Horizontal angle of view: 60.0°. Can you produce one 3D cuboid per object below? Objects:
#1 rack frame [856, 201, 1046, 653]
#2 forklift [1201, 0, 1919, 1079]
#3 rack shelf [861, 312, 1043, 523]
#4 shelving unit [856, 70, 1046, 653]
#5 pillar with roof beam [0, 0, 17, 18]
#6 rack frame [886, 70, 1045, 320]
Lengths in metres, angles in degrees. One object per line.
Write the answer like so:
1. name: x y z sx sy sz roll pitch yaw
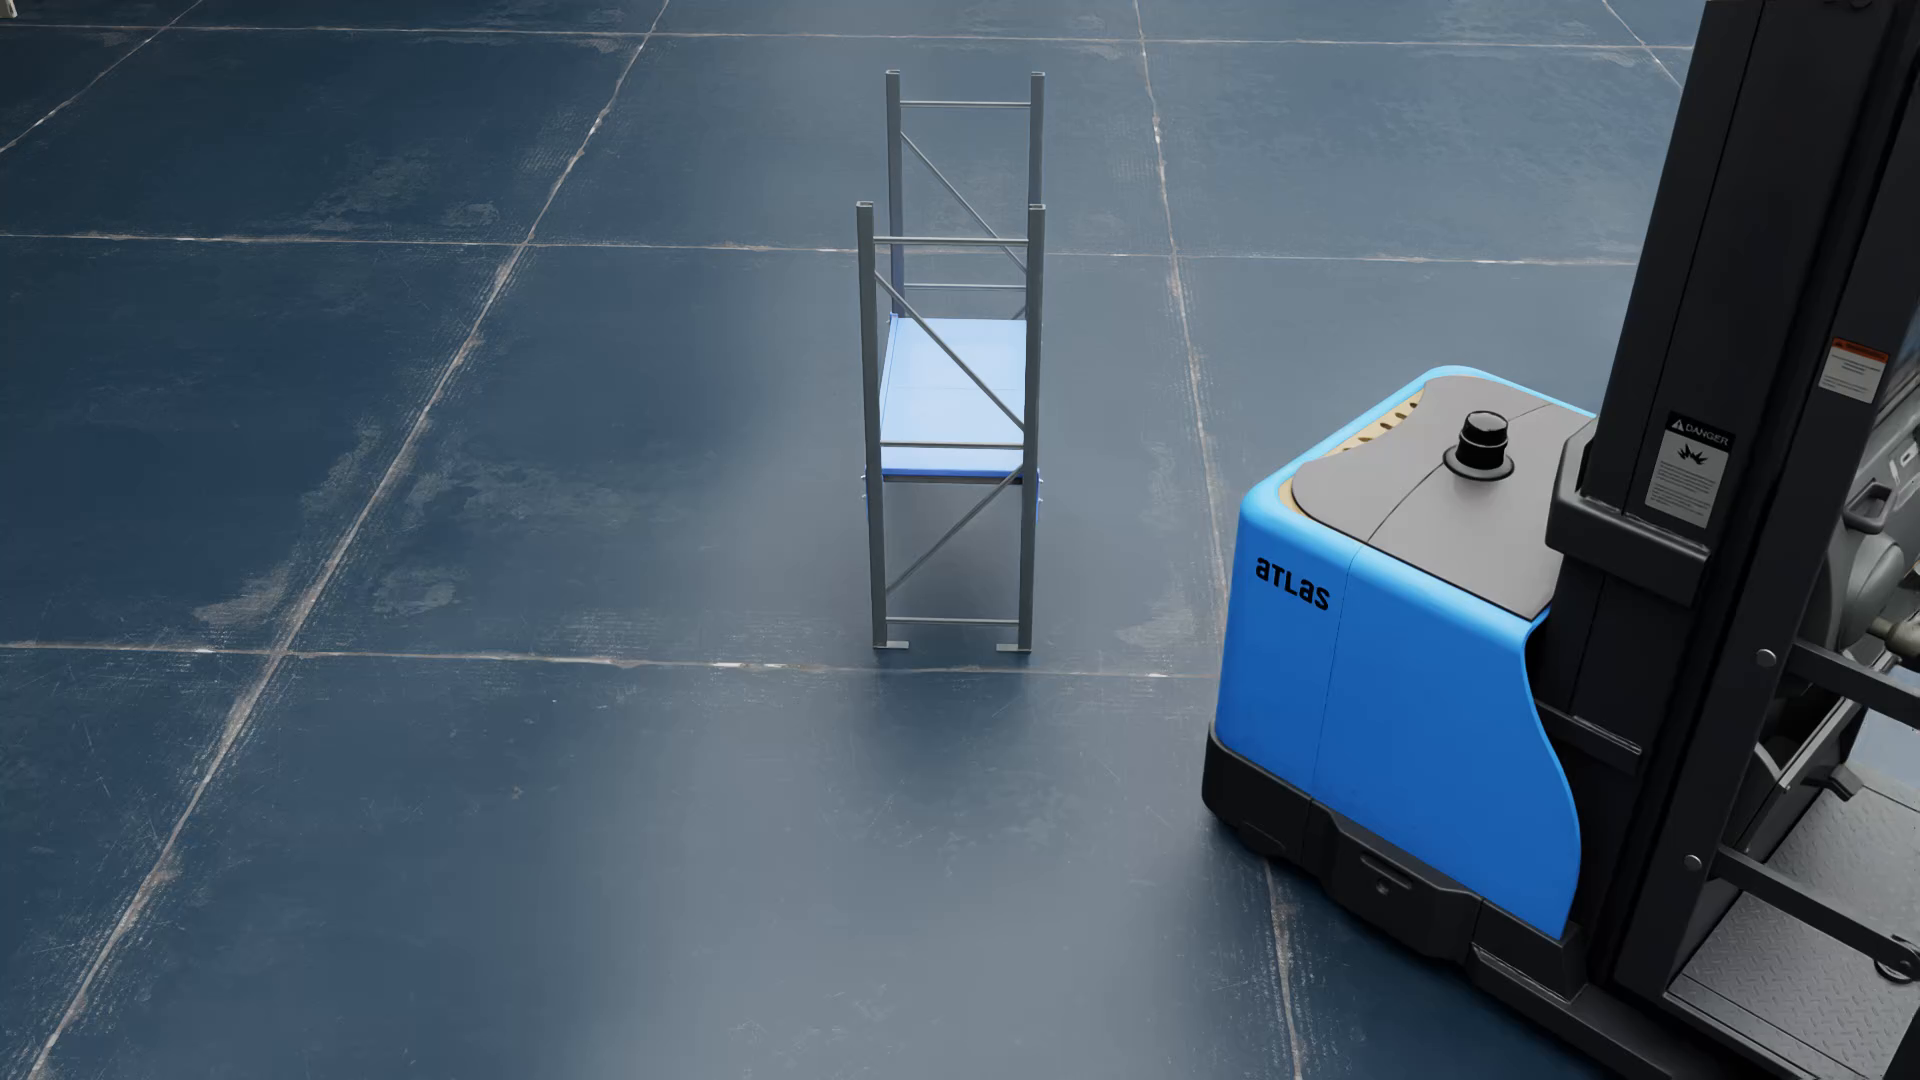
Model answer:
1. rack frame: -0.024 -0.273 4.833 0.500 1.500 0.032 1 35 2
2. forklift: 2.078 -0.038 3.255 3.031 2.935 1.130 29 44 35
3. rack shelf: -0.003 -0.417 5.352 0.538 0.185 1.000 1 35 2
4. shelving unit: -0.003 -0.565 5.249 0.538 1.500 1.048 1 35 2
5. pillar with roof beam: -1.776 -6.770 7.557 9.100 9.000 0.400 1 35 2
6. rack frame: 0.017 -0.857 5.665 0.500 1.500 0.032 1 35 2
